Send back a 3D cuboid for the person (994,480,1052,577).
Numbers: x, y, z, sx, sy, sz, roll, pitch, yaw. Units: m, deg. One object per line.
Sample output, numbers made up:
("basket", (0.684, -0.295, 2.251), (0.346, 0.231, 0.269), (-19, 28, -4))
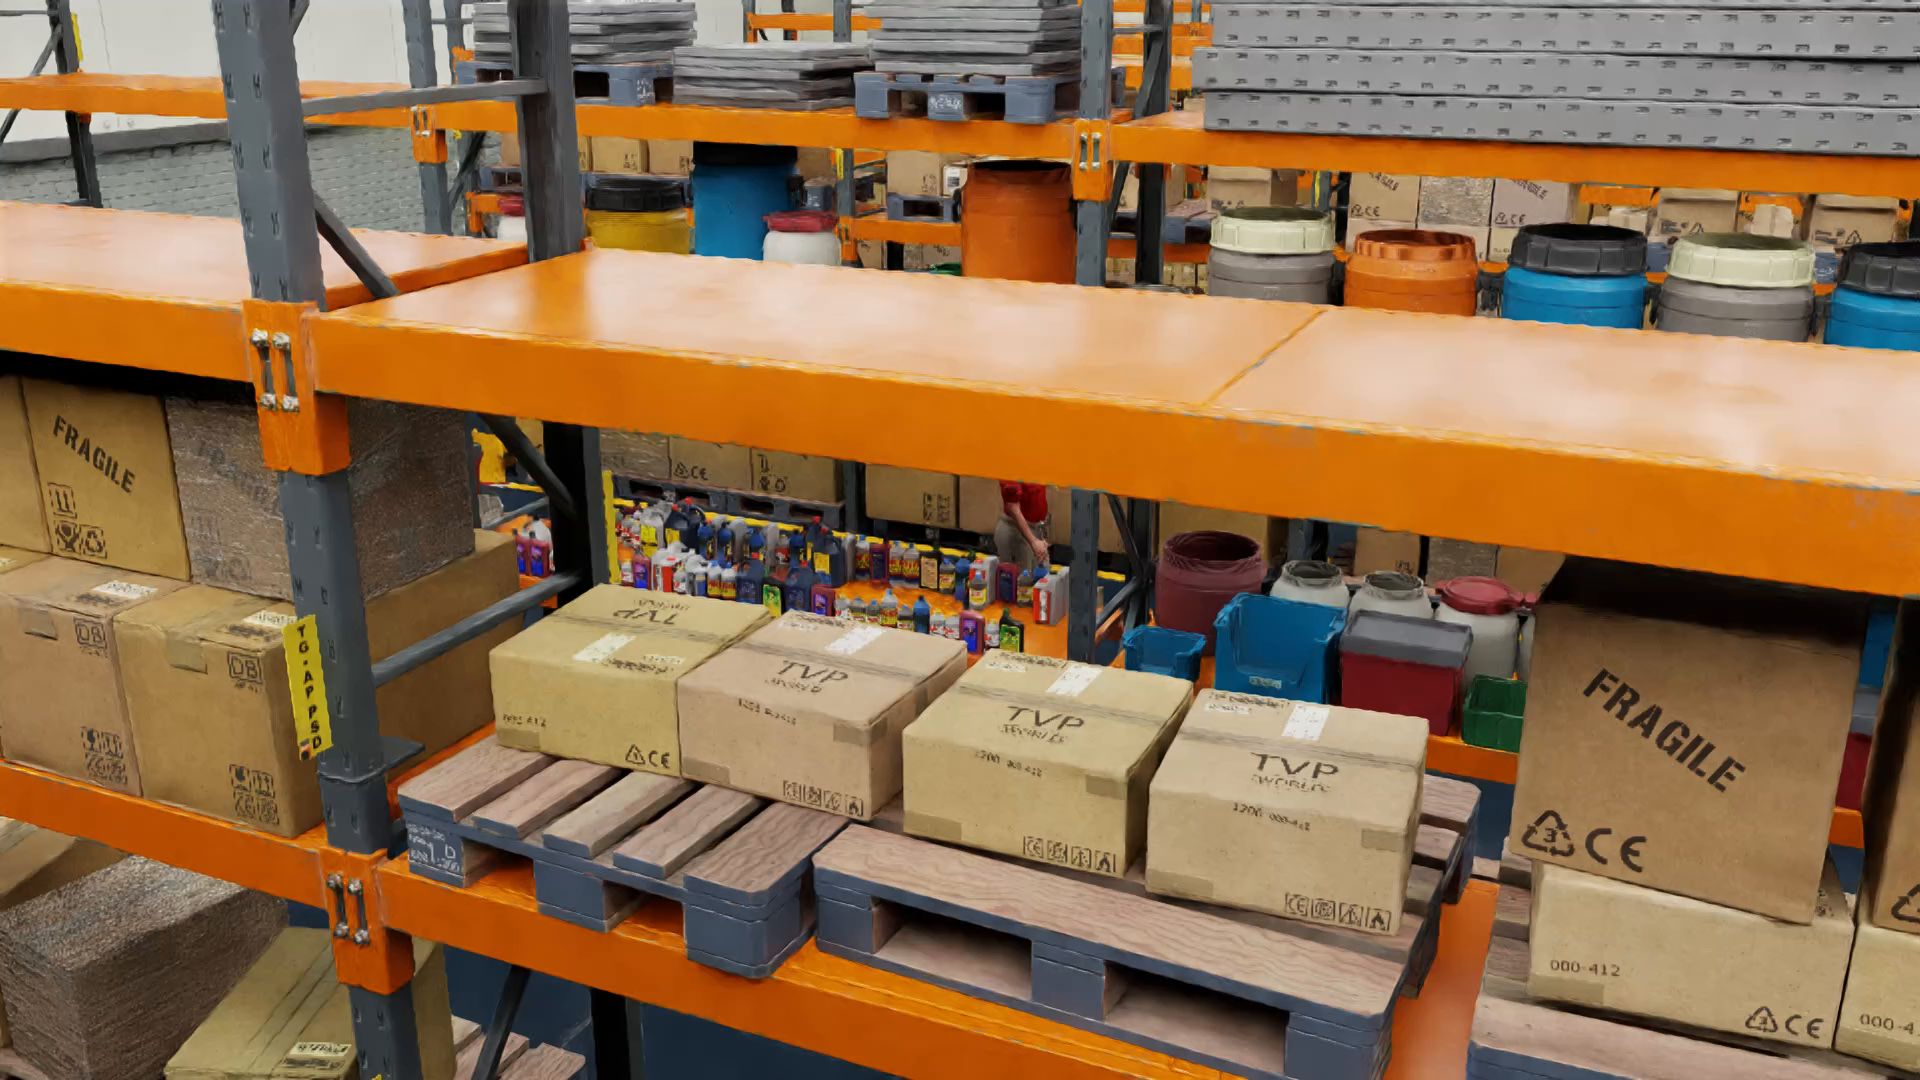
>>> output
("person", (0.501, 0.031, 12.090), (0.455, 1.840, 0.559), (8, 20, 22))
